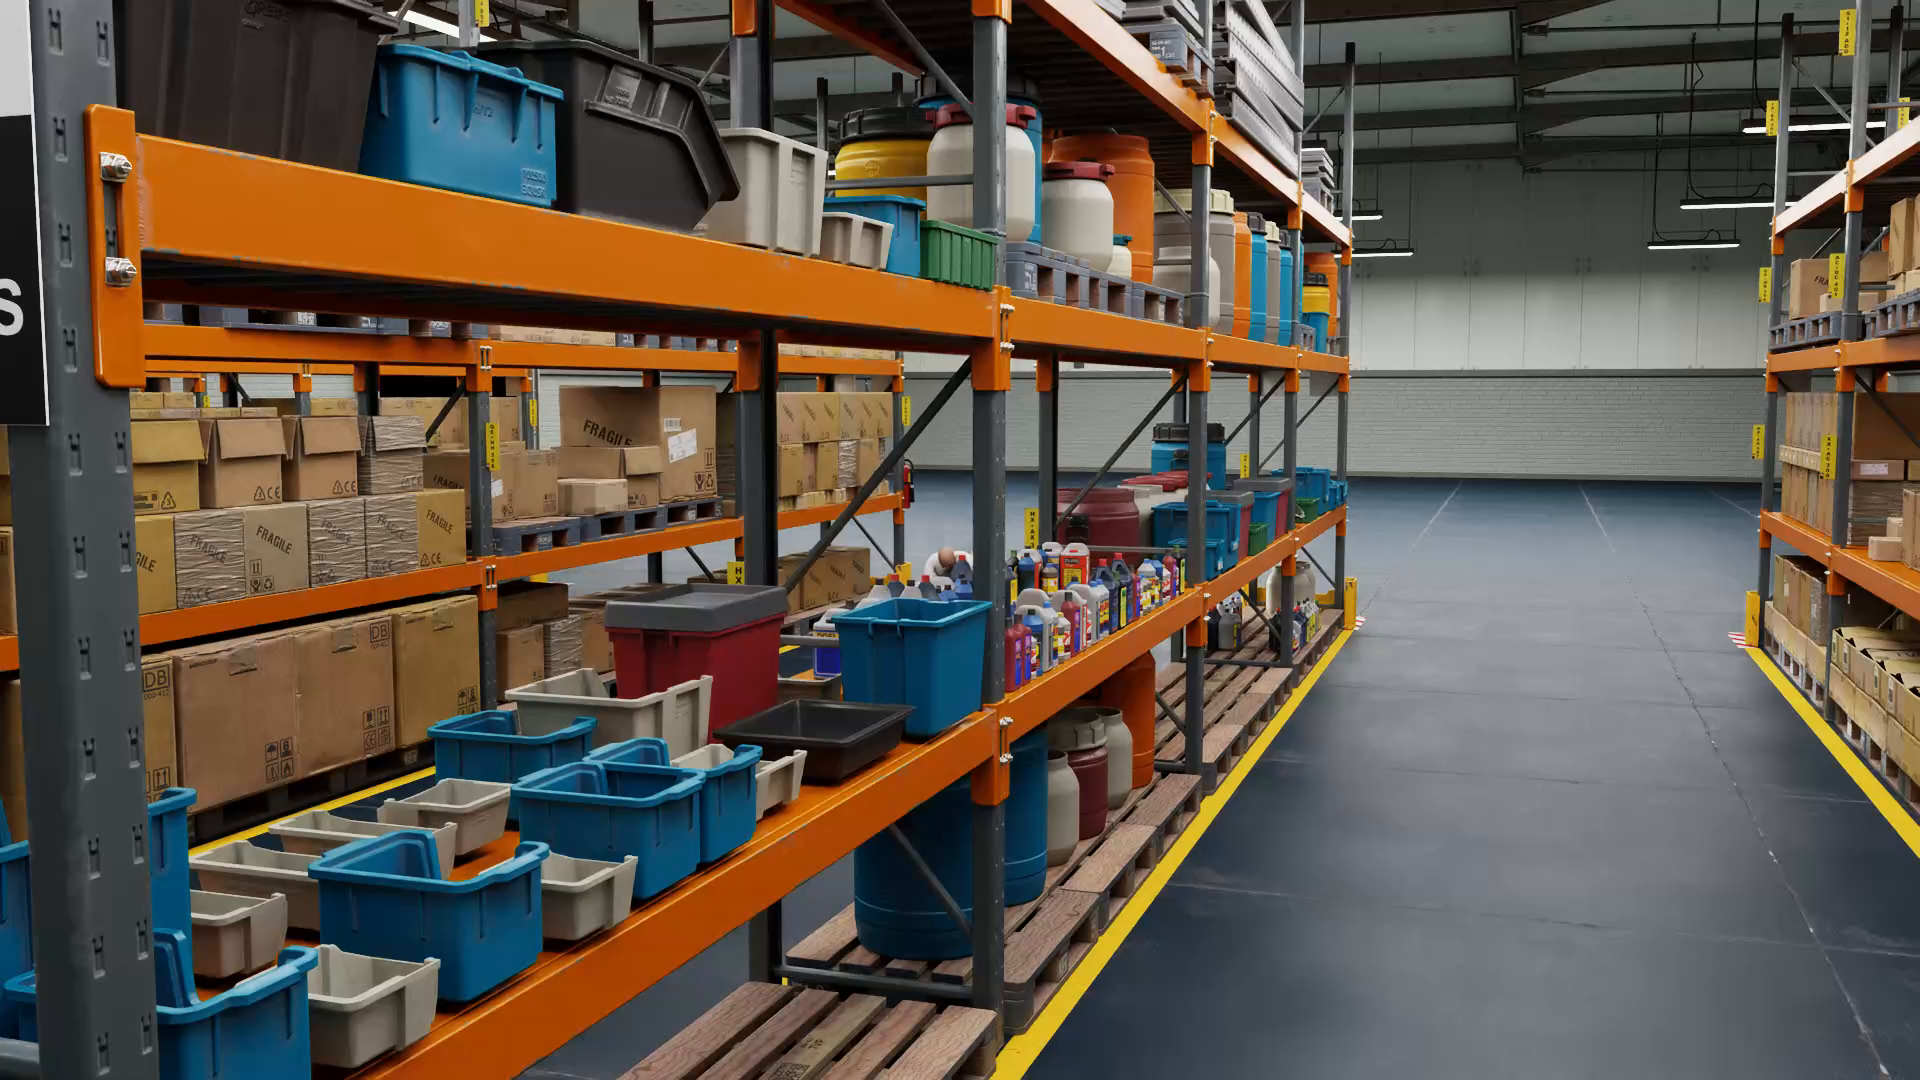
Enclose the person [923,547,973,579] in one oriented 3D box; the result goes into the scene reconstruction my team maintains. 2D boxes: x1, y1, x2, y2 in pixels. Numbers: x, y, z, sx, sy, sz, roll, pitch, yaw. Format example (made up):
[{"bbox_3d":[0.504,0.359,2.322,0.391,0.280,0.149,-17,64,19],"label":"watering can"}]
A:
[{"bbox_3d":[-0.086,0.489,17.094,0.601,0.906,0.906,2,5,19],"label":"person"}]
